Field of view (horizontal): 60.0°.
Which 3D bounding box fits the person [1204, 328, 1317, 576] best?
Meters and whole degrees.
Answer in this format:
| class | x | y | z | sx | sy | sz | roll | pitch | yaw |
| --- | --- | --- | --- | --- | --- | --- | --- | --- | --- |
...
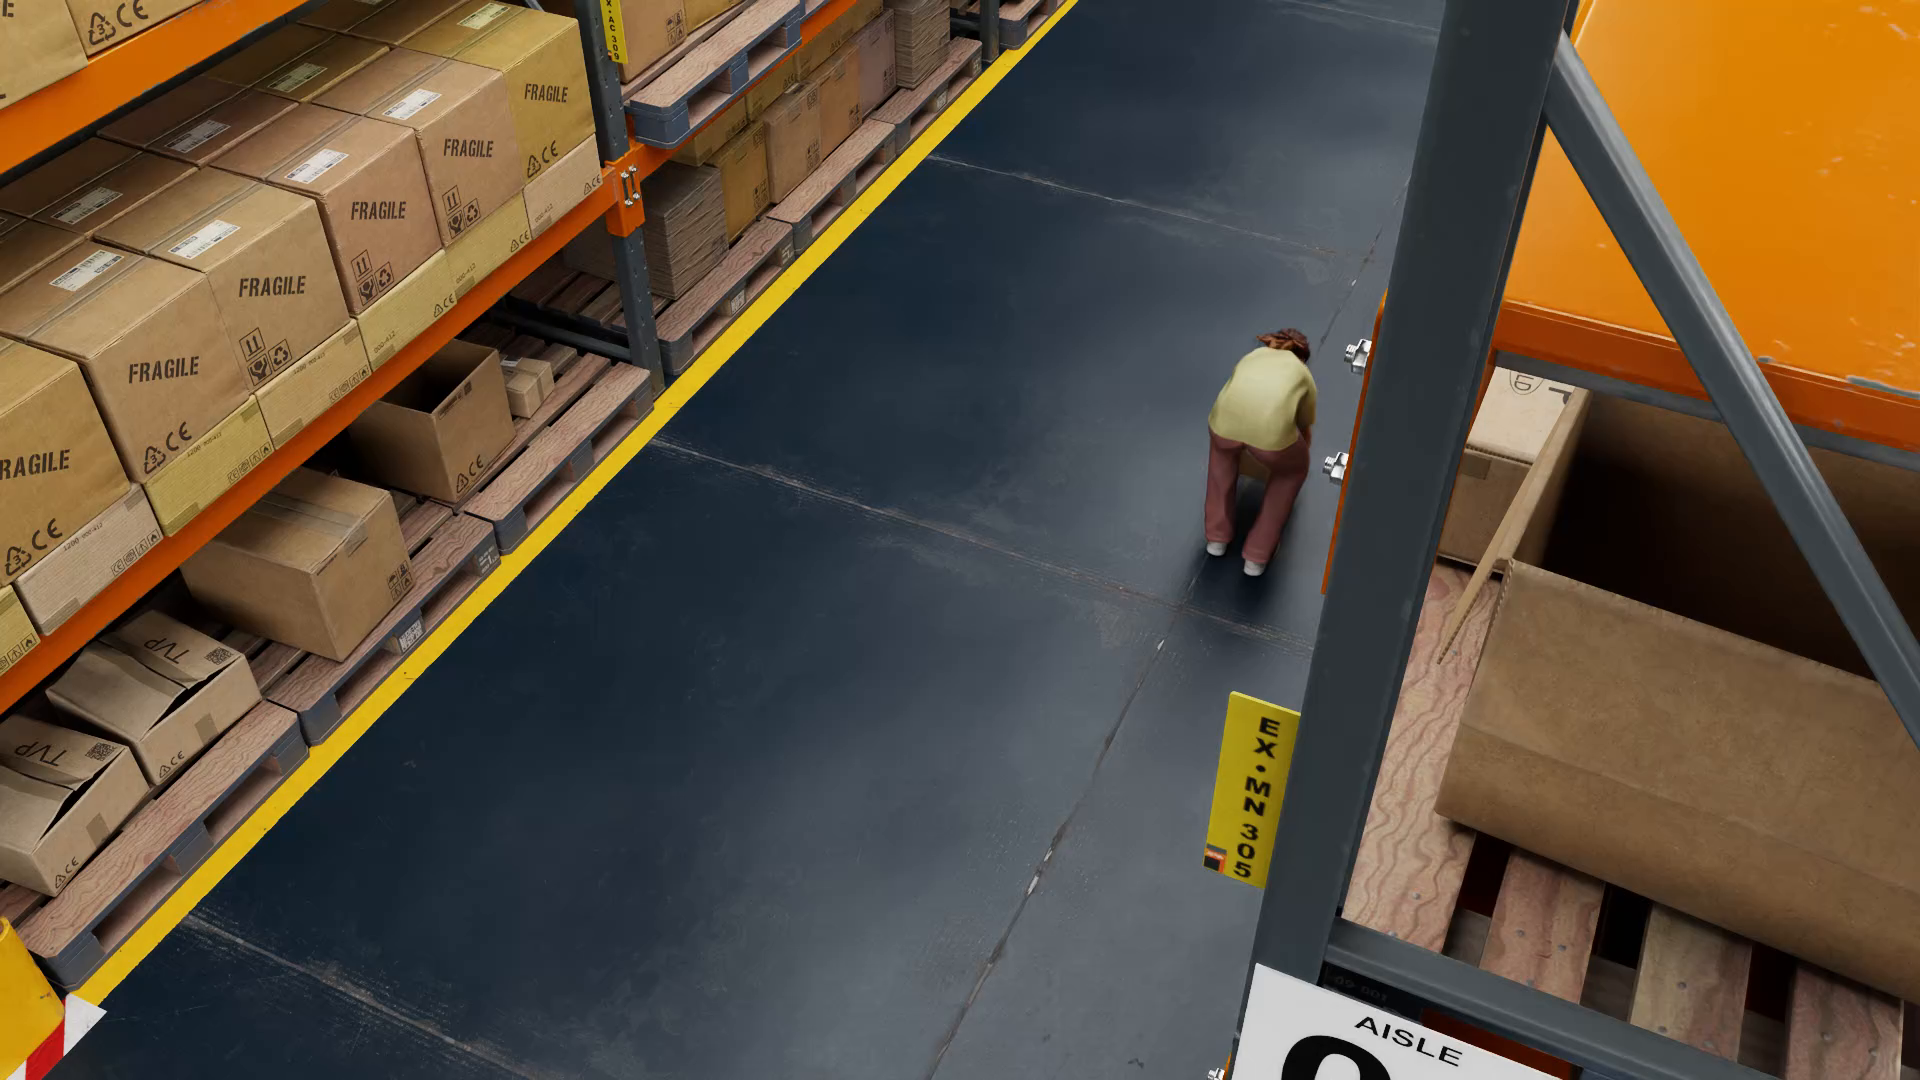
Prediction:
| class | x | y | z | sx | sy | sz | roll | pitch | yaw |
| --- | --- | --- | --- | --- | --- | --- | --- | --- | --- |
| person | 1.303 | -0.427 | 7.156 | 0.442 | 0.973 | 0.860 | 16 | 44 | 16 |
